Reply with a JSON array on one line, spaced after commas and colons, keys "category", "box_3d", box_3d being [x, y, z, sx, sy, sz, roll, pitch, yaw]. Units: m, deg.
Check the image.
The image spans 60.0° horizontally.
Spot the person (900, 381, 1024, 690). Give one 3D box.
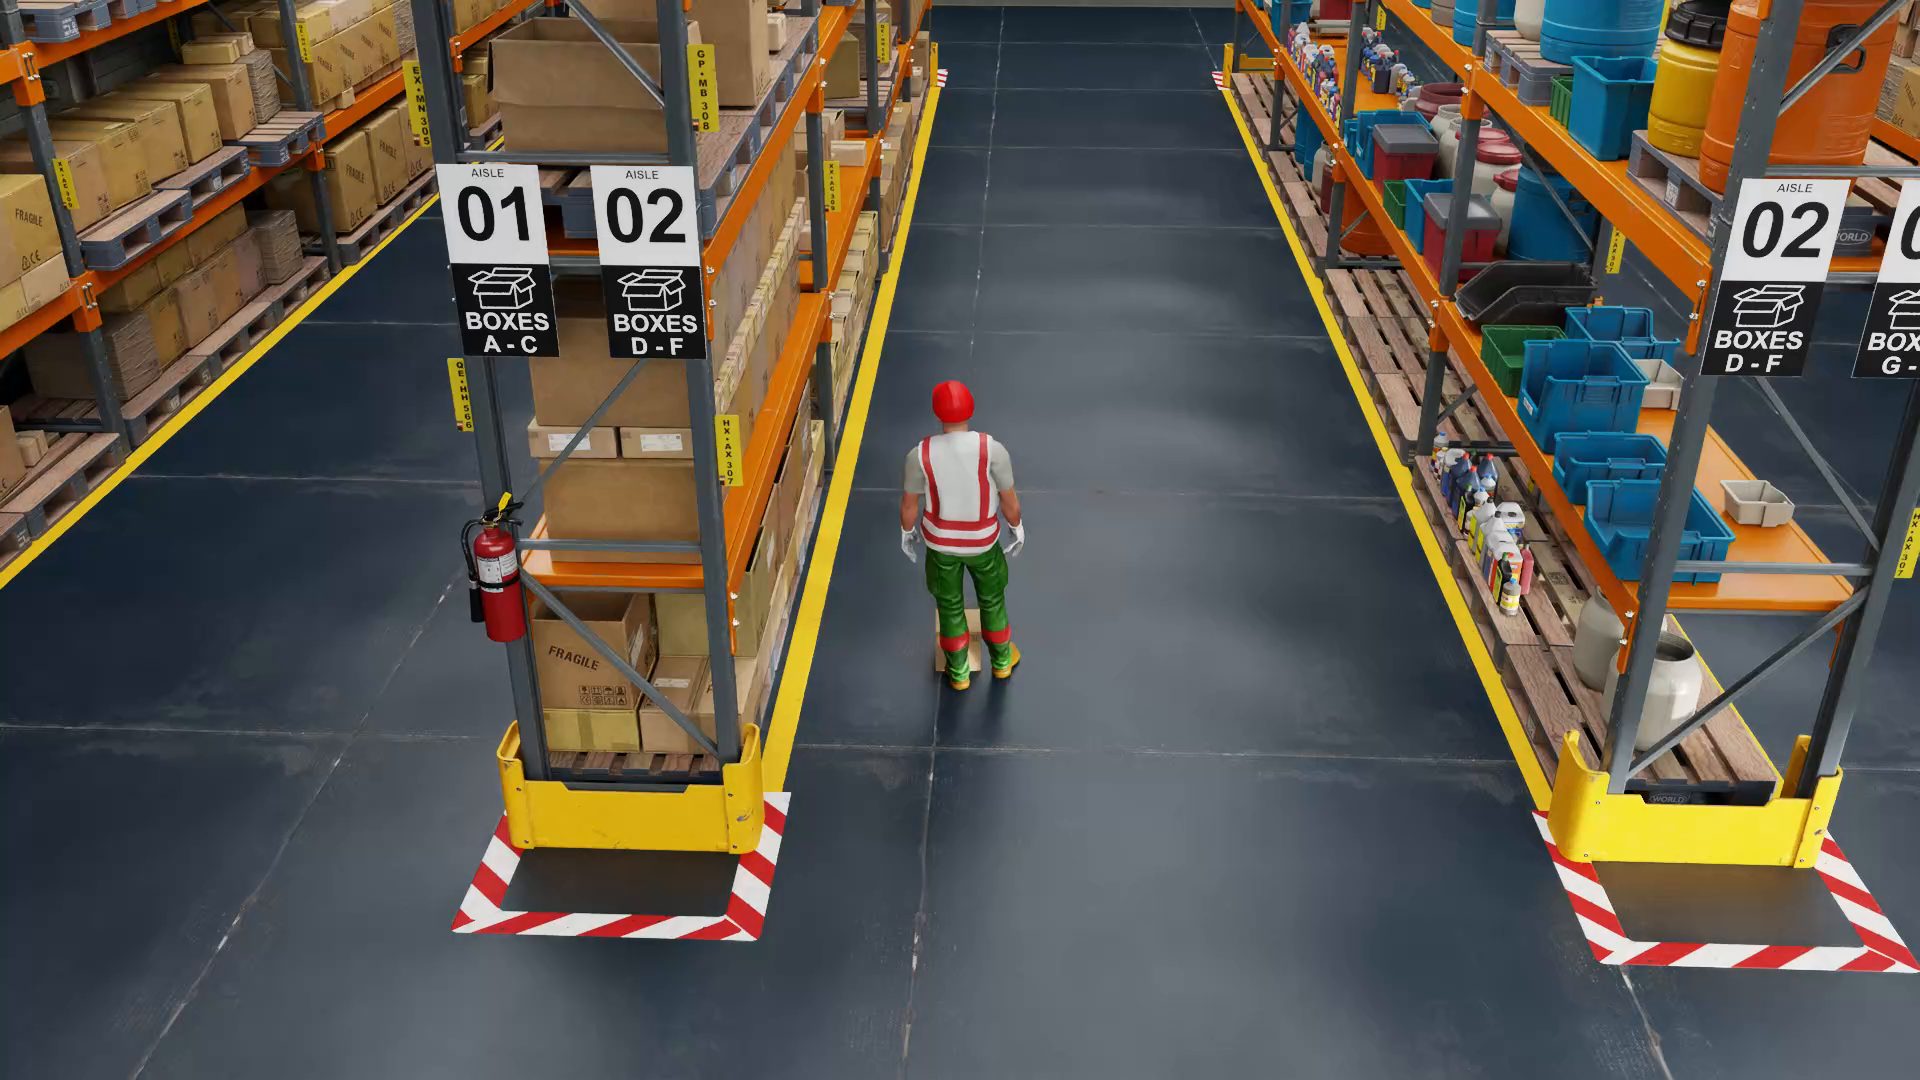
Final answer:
[{"category": "person", "box_3d": [0.016, -0.045, 8.661, 0.638, 1.790, 0.561, 1, 28, 2]}]
